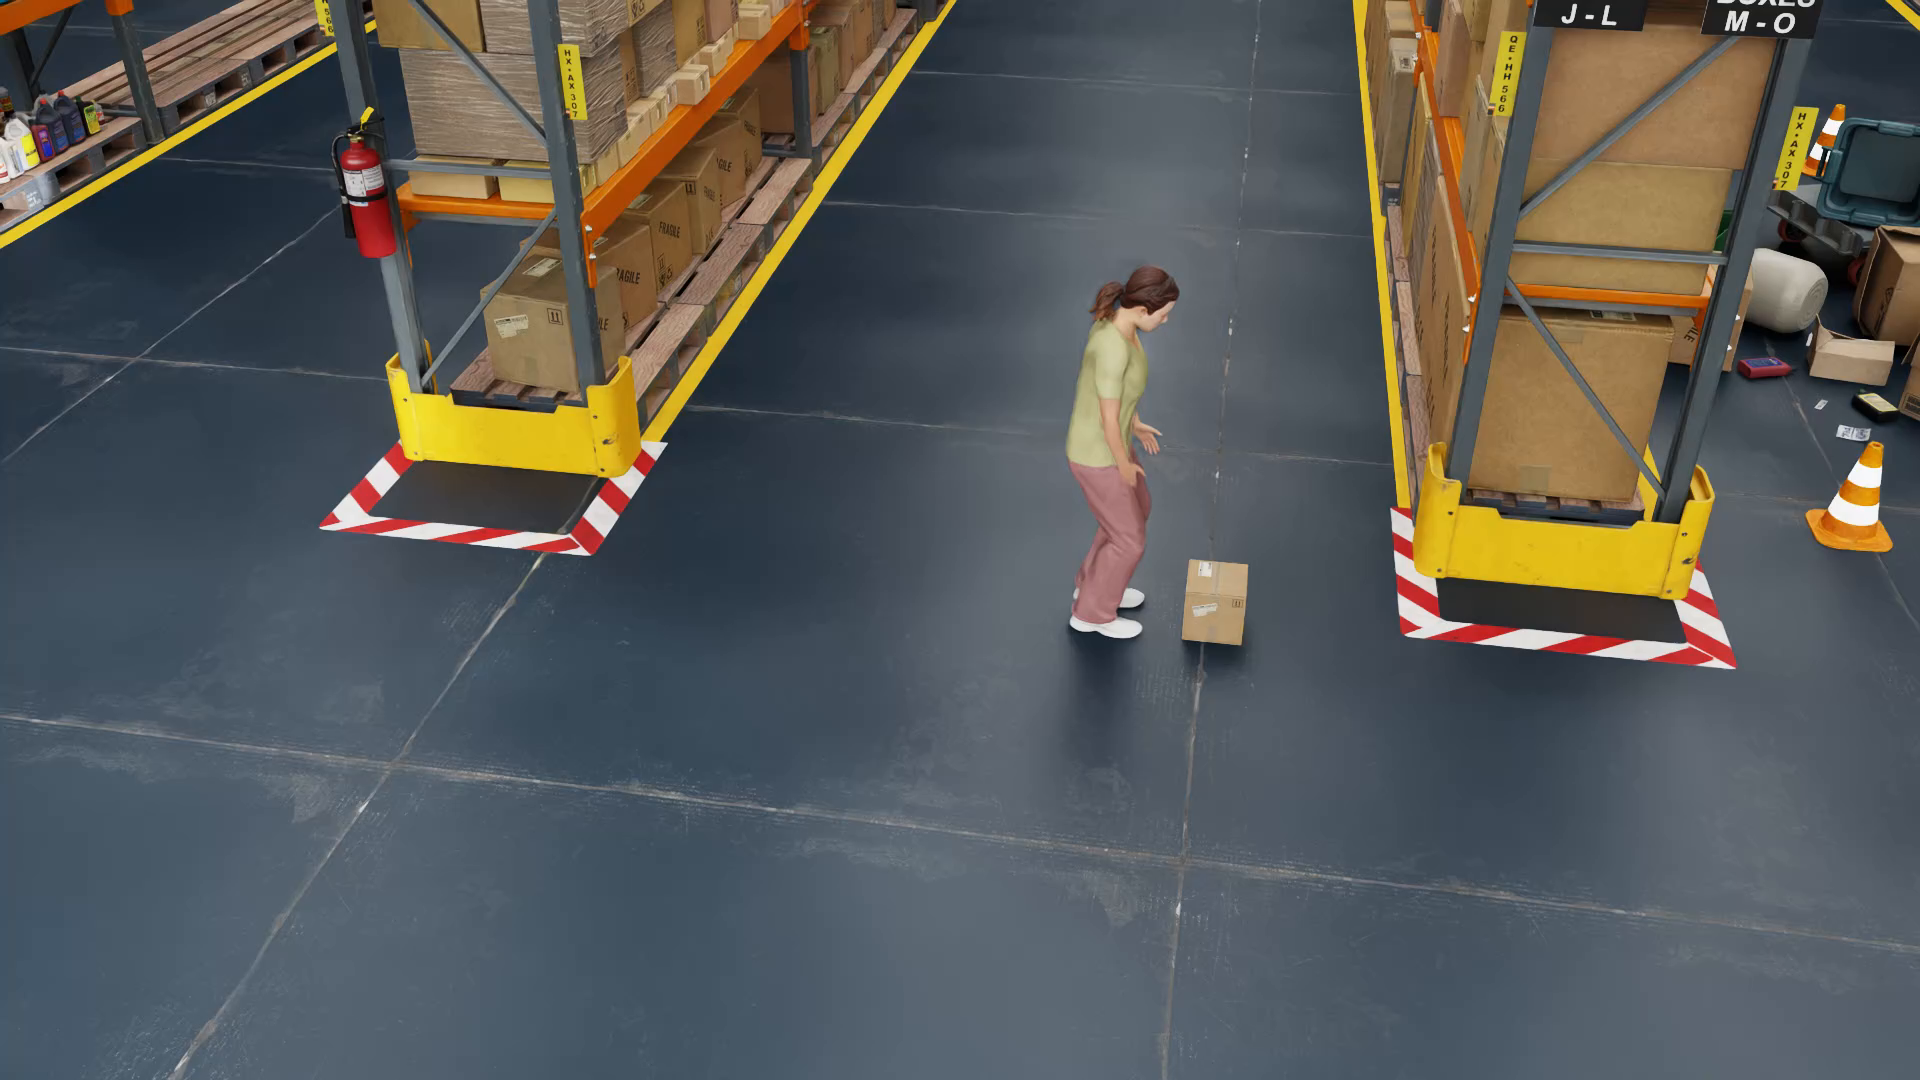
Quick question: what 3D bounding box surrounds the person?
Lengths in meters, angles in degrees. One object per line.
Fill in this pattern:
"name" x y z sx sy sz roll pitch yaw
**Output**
"person" 0.640 -0.368 6.782 0.406 1.617 0.474 6 33 9
